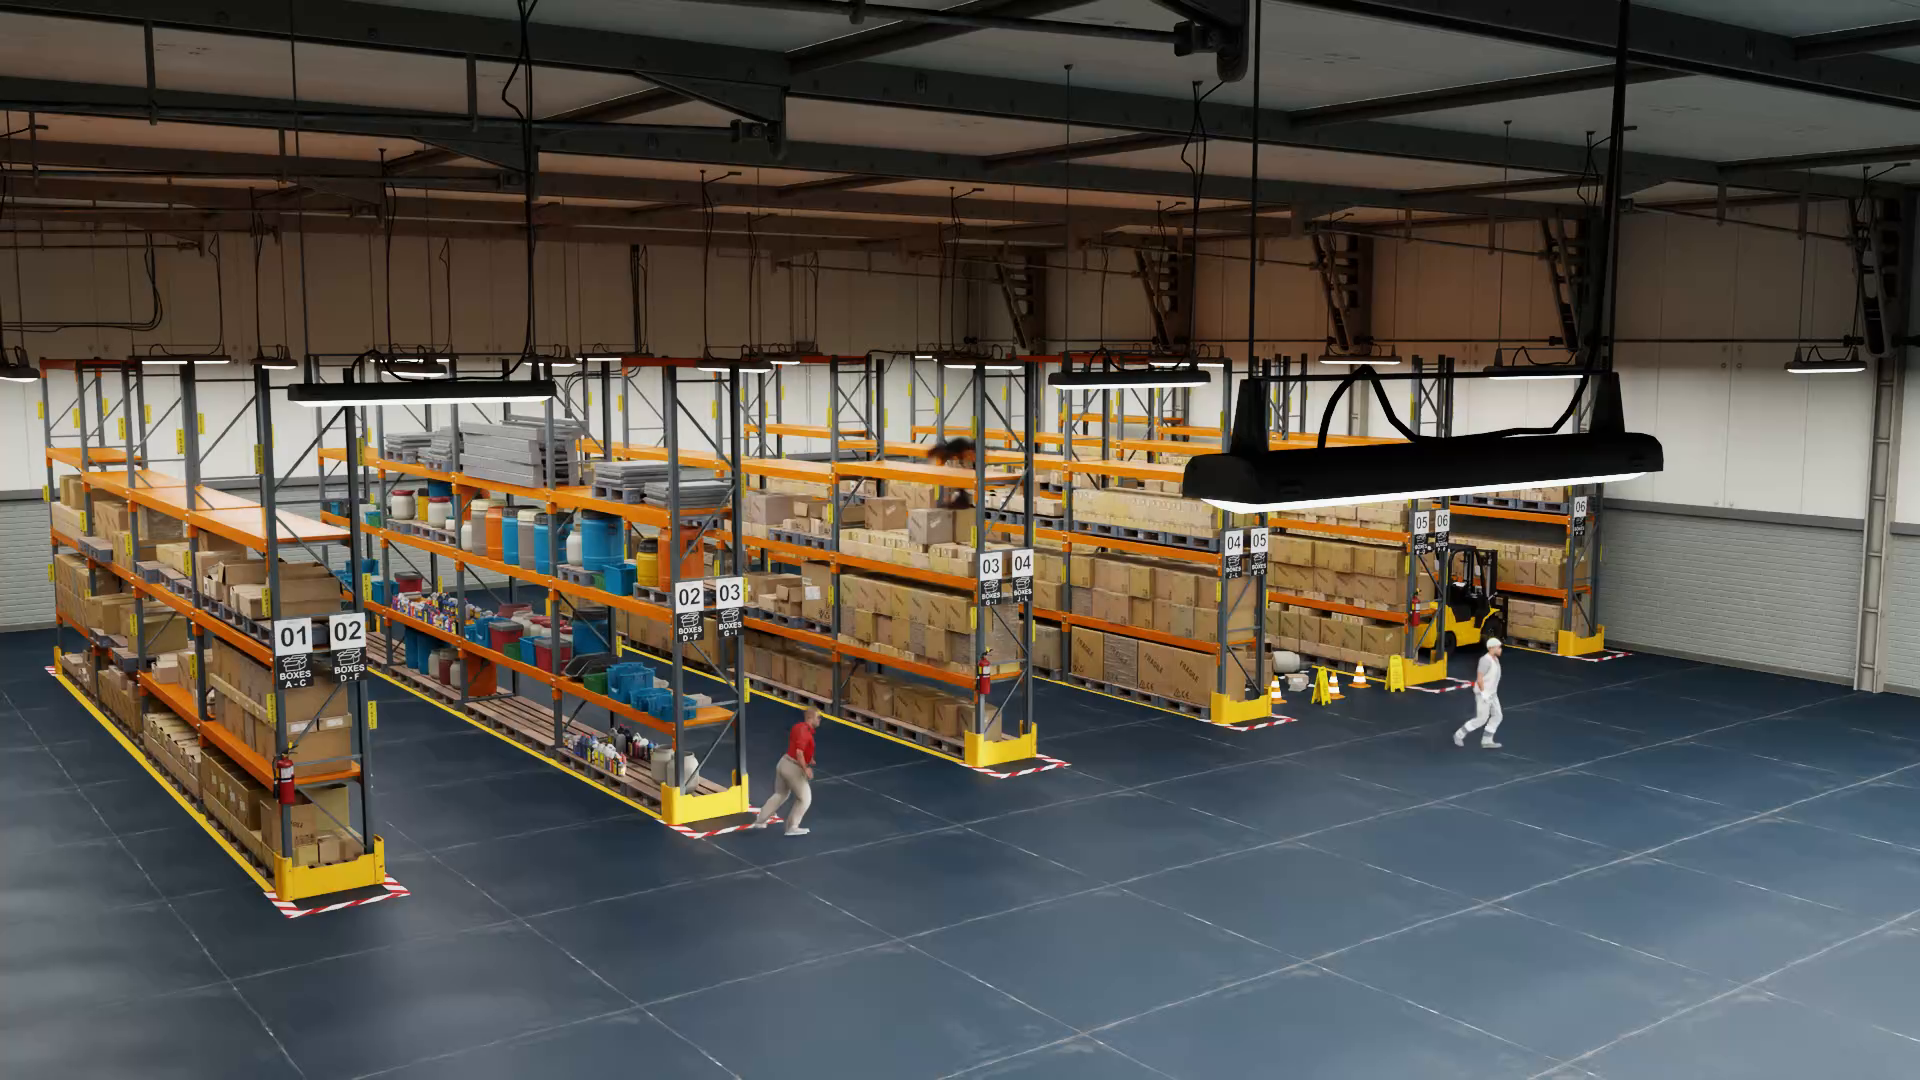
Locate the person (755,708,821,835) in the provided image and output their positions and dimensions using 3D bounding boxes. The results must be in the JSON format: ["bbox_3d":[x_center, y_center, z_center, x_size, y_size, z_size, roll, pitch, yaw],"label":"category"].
[{"bbox_3d":[-2.179,2.970,21.332,0.832,1.637,0.701,-3,8,-26],"label":"person"}]

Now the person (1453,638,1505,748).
[{"bbox_3d":[8.070,2.382,25.803,0.655,1.723,0.836,5,8,34],"label":"person"}]

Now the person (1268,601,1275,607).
[{"bbox_3d":[6.820,1.151,36.020,0.695,1.763,0.744,-7,9,-43],"label":"person"}]

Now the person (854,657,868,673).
[{"bbox_3d":[-1.776,1.703,31.490,0.626,1.739,0.712,-6,9,-42],"label":"person"}]
